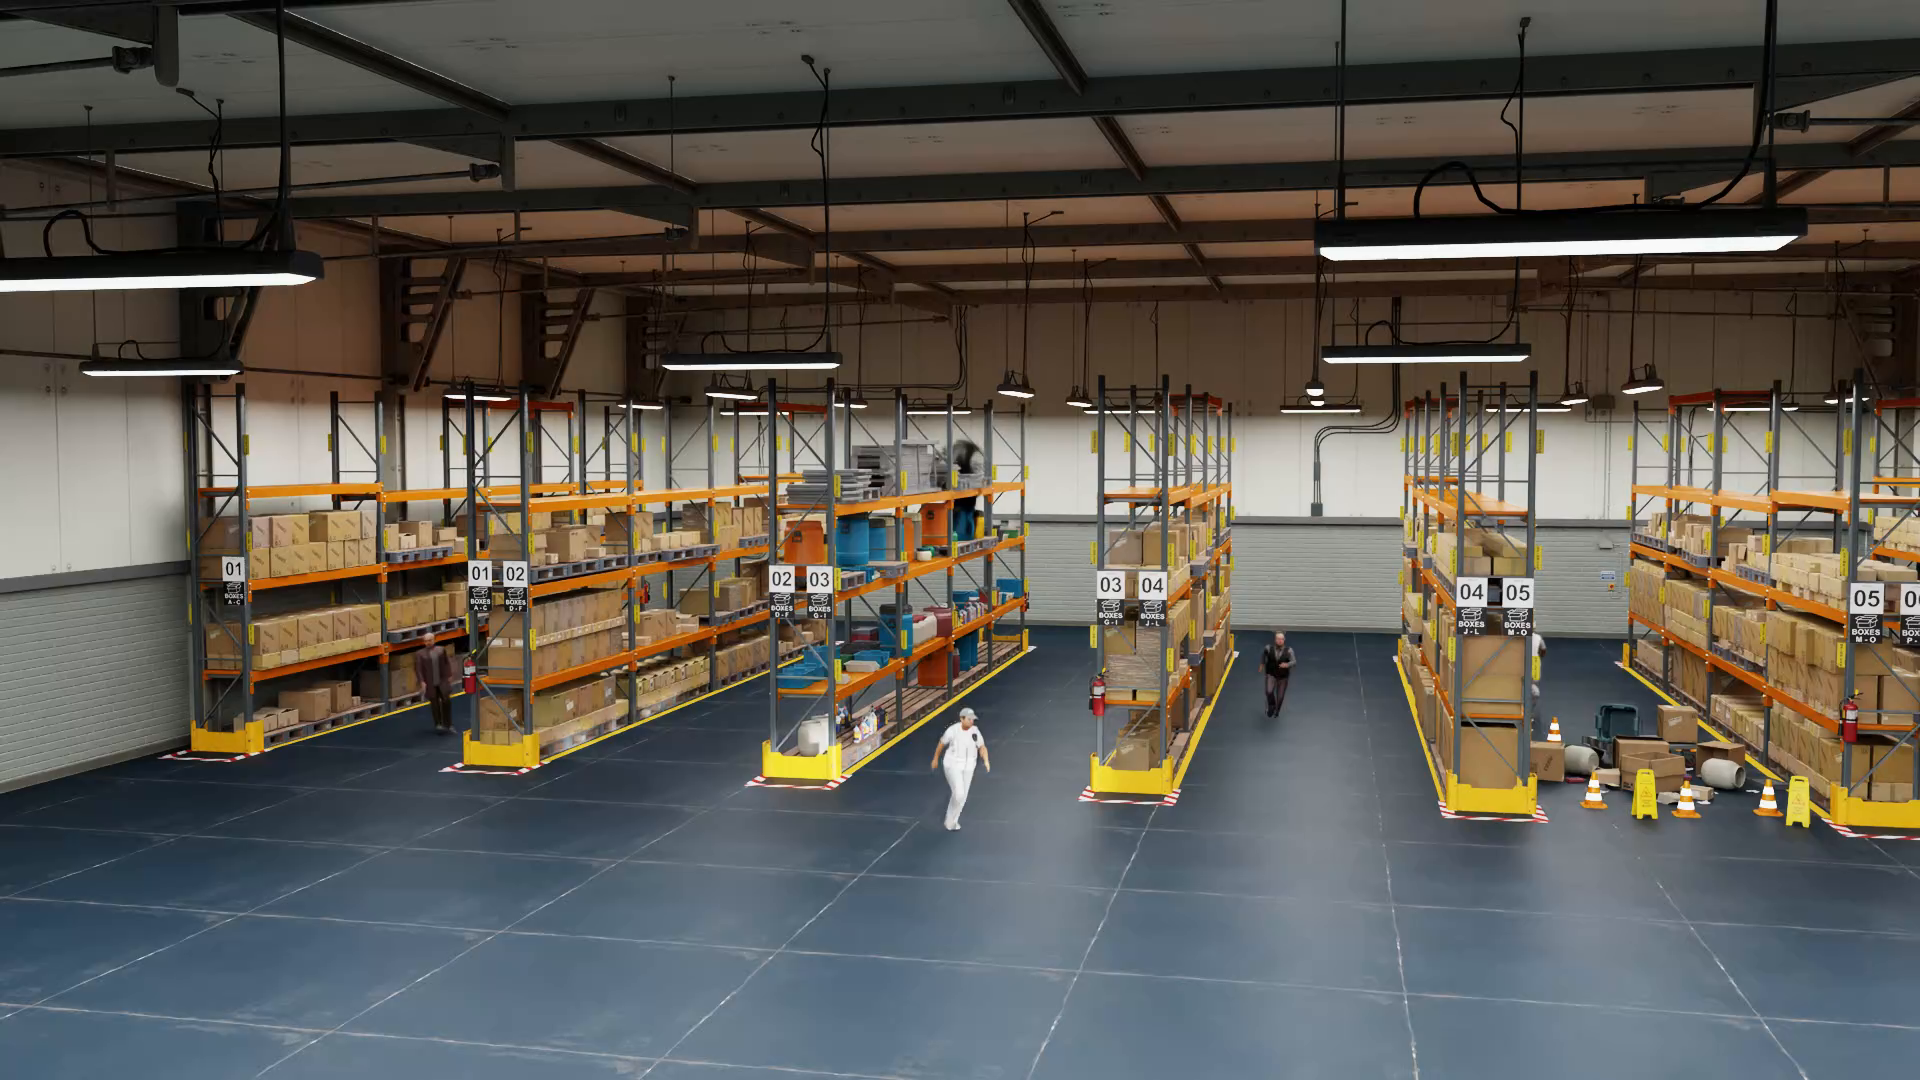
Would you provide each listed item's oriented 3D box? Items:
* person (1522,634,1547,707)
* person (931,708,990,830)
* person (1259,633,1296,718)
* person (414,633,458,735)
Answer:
[{"bbox_3d":[10.626,2.363,31.123,0.688,1.741,0.746,0,3,3],"label":"person"},{"bbox_3d":[0.047,2.965,21.491,0.587,1.624,0.772,-2,4,-27],"label":"person"},{"bbox_3d":[5.770,2.462,30.211,0.652,1.591,0.961,0,3,8],"label":"person"},{"bbox_3d":[-9.079,2.496,28.760,0.716,1.808,0.725,-2,4,-26],"label":"person"}]
